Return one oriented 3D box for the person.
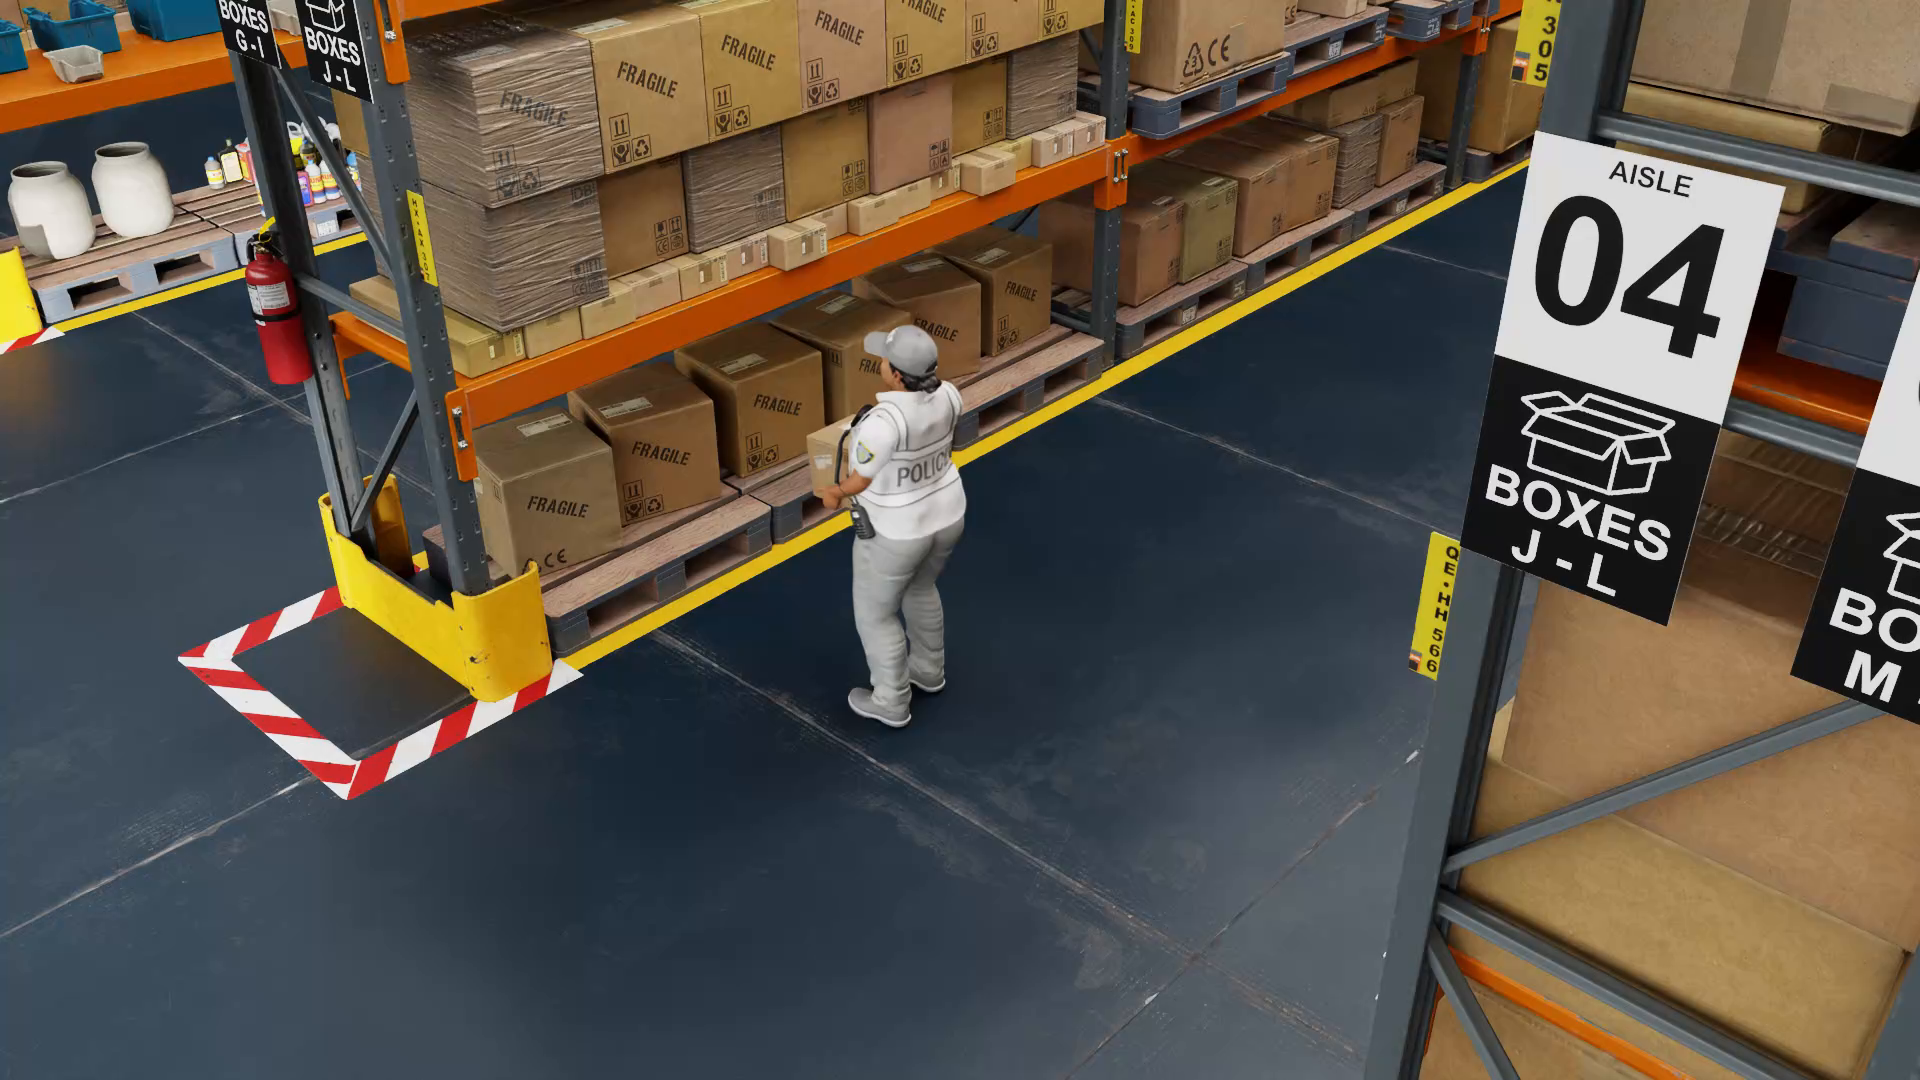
[{"bbox_3d":[-0.268,-0.086,6.281,0.522,1.653,0.453,26,40,35],"label":"person"}]
